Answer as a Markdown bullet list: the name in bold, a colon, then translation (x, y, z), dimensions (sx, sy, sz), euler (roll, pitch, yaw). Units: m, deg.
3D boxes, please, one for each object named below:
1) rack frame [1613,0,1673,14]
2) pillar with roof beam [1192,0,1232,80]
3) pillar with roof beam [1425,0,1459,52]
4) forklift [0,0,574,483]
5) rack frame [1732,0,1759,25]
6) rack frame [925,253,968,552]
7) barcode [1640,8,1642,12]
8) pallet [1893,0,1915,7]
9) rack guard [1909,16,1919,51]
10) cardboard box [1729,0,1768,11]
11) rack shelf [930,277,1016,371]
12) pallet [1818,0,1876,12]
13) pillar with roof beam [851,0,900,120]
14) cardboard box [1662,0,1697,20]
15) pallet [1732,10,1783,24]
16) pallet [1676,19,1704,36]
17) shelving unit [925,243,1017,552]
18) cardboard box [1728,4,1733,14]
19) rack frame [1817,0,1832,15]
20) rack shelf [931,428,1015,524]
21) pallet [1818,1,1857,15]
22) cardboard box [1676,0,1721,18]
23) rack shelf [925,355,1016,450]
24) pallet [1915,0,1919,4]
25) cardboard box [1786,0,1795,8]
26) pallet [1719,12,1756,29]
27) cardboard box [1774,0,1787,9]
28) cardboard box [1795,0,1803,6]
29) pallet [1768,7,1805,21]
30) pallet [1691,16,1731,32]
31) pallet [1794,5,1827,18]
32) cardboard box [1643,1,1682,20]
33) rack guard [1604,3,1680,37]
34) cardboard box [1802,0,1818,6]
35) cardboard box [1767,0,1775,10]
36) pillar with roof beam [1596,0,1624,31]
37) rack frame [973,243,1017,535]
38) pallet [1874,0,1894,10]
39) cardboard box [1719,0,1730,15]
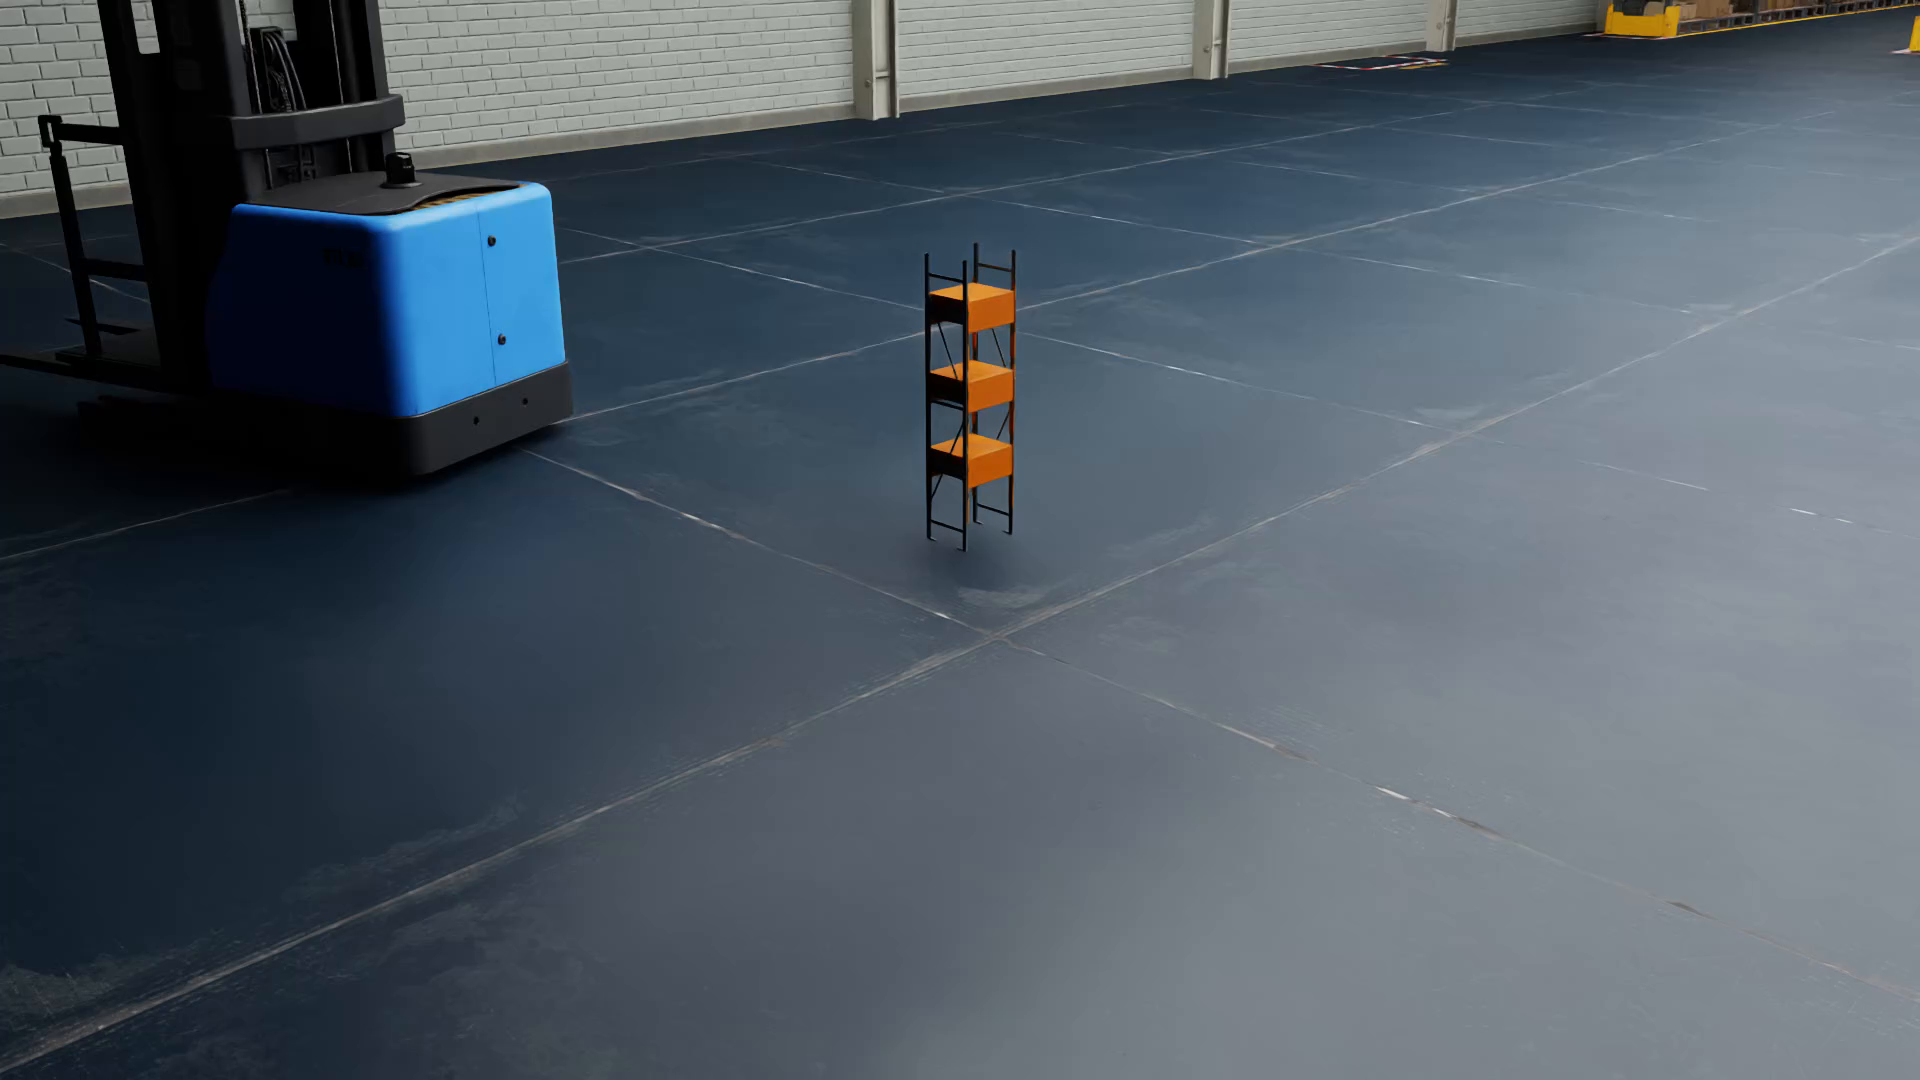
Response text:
- **rack frame**: translation (11.792, -10.184, 28.390), dimensions (1.000, 3.000, 0.127), euler (19, 28, 41)
- **pillar with roof beam**: translation (6.374, -9.219, 17.516), dimensions (9.100, 9.000, 0.400), euler (19, 28, 41)
- **pillar with roof beam**: translation (10.560, -10.761, 21.529), dimensions (9.100, 9.000, 0.400), euler (19, 28, 41)
- **forklift**: translation (-3.256, -1.944, 7.047), dimensions (3.031, 2.935, 1.130), euler (10, 23, 24)
- **rack frame**: translation (14.583, -11.212, 31.065), dimensions (1.000, 3.000, 0.127), euler (19, 28, 41)
- **rack frame**: translation (-0.048, -0.472, 5.840), dimensions (0.200, 1.050, 0.008), euler (19, 28, 41)
- **barcode**: translation (12.066, -9.399, 29.468), dimensions (0.001, 0.075, 0.075), euler (19, 28, 41)
- **pallet**: translation (20.750, -12.143, 37.373), dimensions (1.003, 0.211, 1.213), euler (19, 28, 41)
- **rack guard**: translation (15.327, -7.772, 25.599), dimensions (1.175, 0.500, 0.348), euler (19, 28, 41)
- **cardboard box**: translation (15.084, -10.444, 31.937), dimensions (0.500, 0.500, 0.700), euler (-19, 28, -40)
- **rack shelf**: translation (0.037, -0.759, 5.824), dimensions (0.215, 0.259, 0.240), euler (19, 28, 41)
- **pallet**: translation (18.828, -11.435, 35.530), dimensions (1.003, 0.211, 1.213), euler (19, 28, 41)
- **pillar with roof beam**: translation (2.189, -7.676, 13.504), dimensions (9.100, 9.000, 0.400), euler (19, 28, 41)
- **cardboard box**: translation (12.737, -9.436, 29.579), dimensions (0.500, 0.311, 0.500), euler (-17, 27, -38)
- **pallet**: translation (15.125, -10.111, 32.087), dimensions (1.003, 0.211, 1.213), euler (19, 28, 41)
- **pallet**: translation (12.437, -9.102, 29.461), dimensions (1.003, 0.211, 1.213), euler (19, 28, 41)
- **shelving unit**: translation (0.037, -0.504, 5.922), dimensions (0.215, 1.050, 0.252), euler (19, 28, 41)
- **cardboard box**: translation (14.231, -9.950, 31.117), dimensions (0.380, 0.166, 0.250), euler (15, 26, 34)
- **rack frame**: translation (17.373, -12.240, 33.740), dimensions (1.000, 3.000, 0.127), euler (19, 28, 41)
- **rack shelf**: translation (0.037, -0.234, 6.026), dimensions (0.215, 0.259, 0.240), euler (19, 28, 41)
- **pallet**: translation (17.977, -11.123, 34.718), dimensions (1.003, 0.211, 1.213), euler (19, 28, 41)
- **cardboard box**: translation (13.285, -9.701, 30.003), dimensions (0.700, 0.500, 0.500), euler (17, 27, 37)
- **rack shelf**: translation (0.037, -0.494, 5.926), dimensions (0.215, 0.259, 0.240), euler (19, 28, 41)
- **pallet**: translation (21.601, -12.458, 38.193), dimensions (1.003, 0.211, 1.213), euler (19, 28, 41)
- **cardboard box**: translation (16.139, -10.843, 32.975), dimensions (0.700, 0.500, 0.500), euler (19, 28, 40)
- **pallet**: translation (14.140, -9.729, 31.093), dimensions (1.003, 0.211, 1.213), euler (19, 28, 41)
- **cardboard box**: translation (15.794, -10.711, 32.631), dimensions (0.700, 0.500, 0.500), euler (20, 28, 41)
- **cardboard box**: translation (16.466, -10.978, 33.325), dimensions (0.700, 0.500, 0.500), euler (19, 28, 41)
- **pallet**: translation (15.976, -10.426, 32.907), dimensions (1.003, 0.211, 1.213), euler (19, 28, 41)
- **pallet**: translation (13.288, -9.414, 30.273), dimensions (1.003, 0.211, 1.213), euler (19, 28, 41)
- **pallet**: translation (16.827, -10.738, 33.719), dimensions (1.003, 0.211, 1.213), euler (19, 28, 41)
- **cardboard box**: translation (12.340, -9.290, 29.197), dimensions (0.500, 0.311, 0.500), euler (15, 26, 35)
- **rack guard**: translation (11.845, -9.037, 28.889), dimensions (1.175, 0.500, 0.348), euler (19, 28, 41)
- **cardboard box**: translation (16.908, -11.081, 33.594), dimensions (0.500, 0.500, 0.700), euler (-20, 29, -41)
- **cardboard box**: translation (15.409, -10.590, 32.316), dimensions (0.700, 0.500, 0.500), euler (19, 28, 40)
- **pillar with roof beam**: translation (14.745, -12.303, 25.542), dimensions (9.100, 9.000, 0.400), euler (19, 28, 41)
- **rack frame**: translation (0.122, -0.535, 6.004), dimensions (0.200, 1.050, 0.008), euler (19, 28, 41)
- **pallet**: translation (19.679, -11.750, 36.350), dimensions (1.003, 0.211, 1.213), euler (19, 28, 41)
- **cardboard box**: translation (13.887, -9.974, 30.714), dimensions (0.500, 0.500, 0.500), euler (17, 27, 37)
